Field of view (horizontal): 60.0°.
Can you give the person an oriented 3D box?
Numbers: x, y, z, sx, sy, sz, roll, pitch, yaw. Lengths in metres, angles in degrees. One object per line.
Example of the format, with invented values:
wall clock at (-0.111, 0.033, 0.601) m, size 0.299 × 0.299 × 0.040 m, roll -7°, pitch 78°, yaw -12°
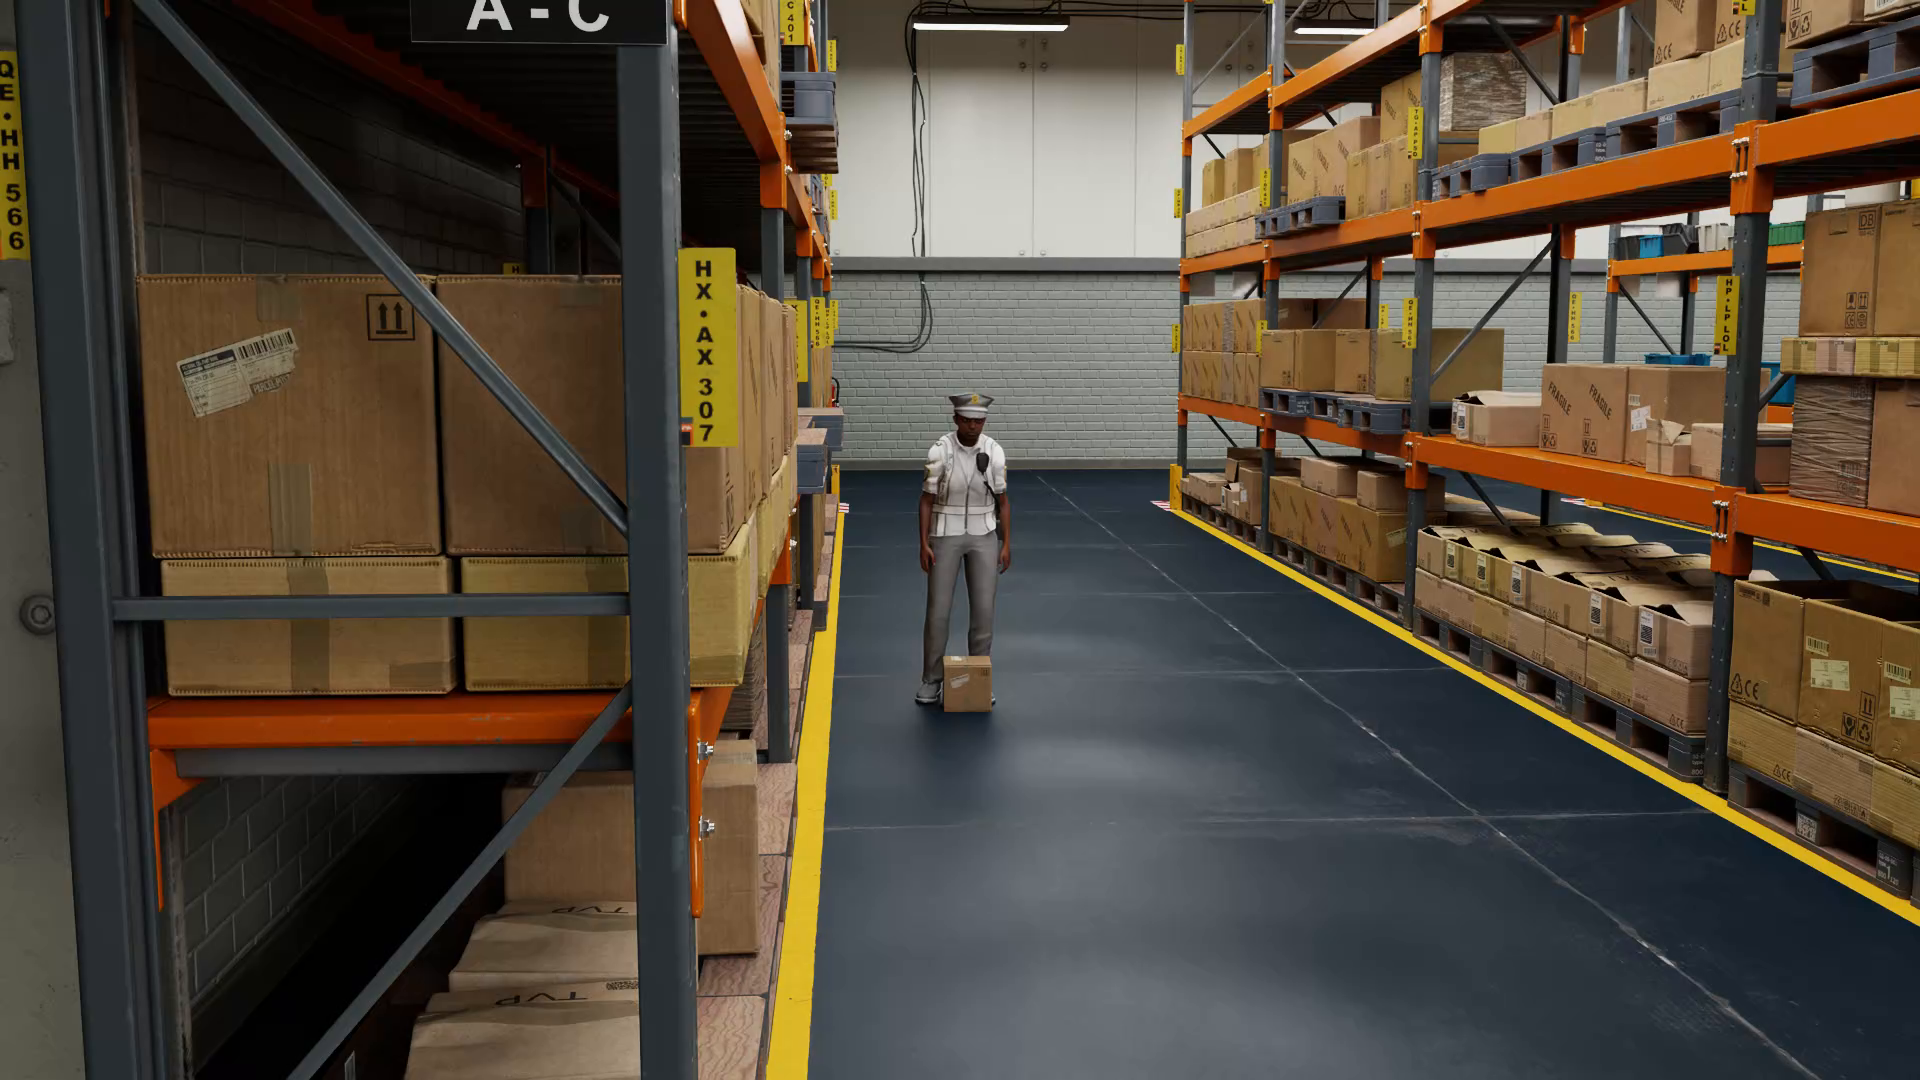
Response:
person at (0.015, 0.035, 8.950) m, size 0.532 × 1.663 × 0.422 m, roll -1°, pitch 7°, yaw -7°
